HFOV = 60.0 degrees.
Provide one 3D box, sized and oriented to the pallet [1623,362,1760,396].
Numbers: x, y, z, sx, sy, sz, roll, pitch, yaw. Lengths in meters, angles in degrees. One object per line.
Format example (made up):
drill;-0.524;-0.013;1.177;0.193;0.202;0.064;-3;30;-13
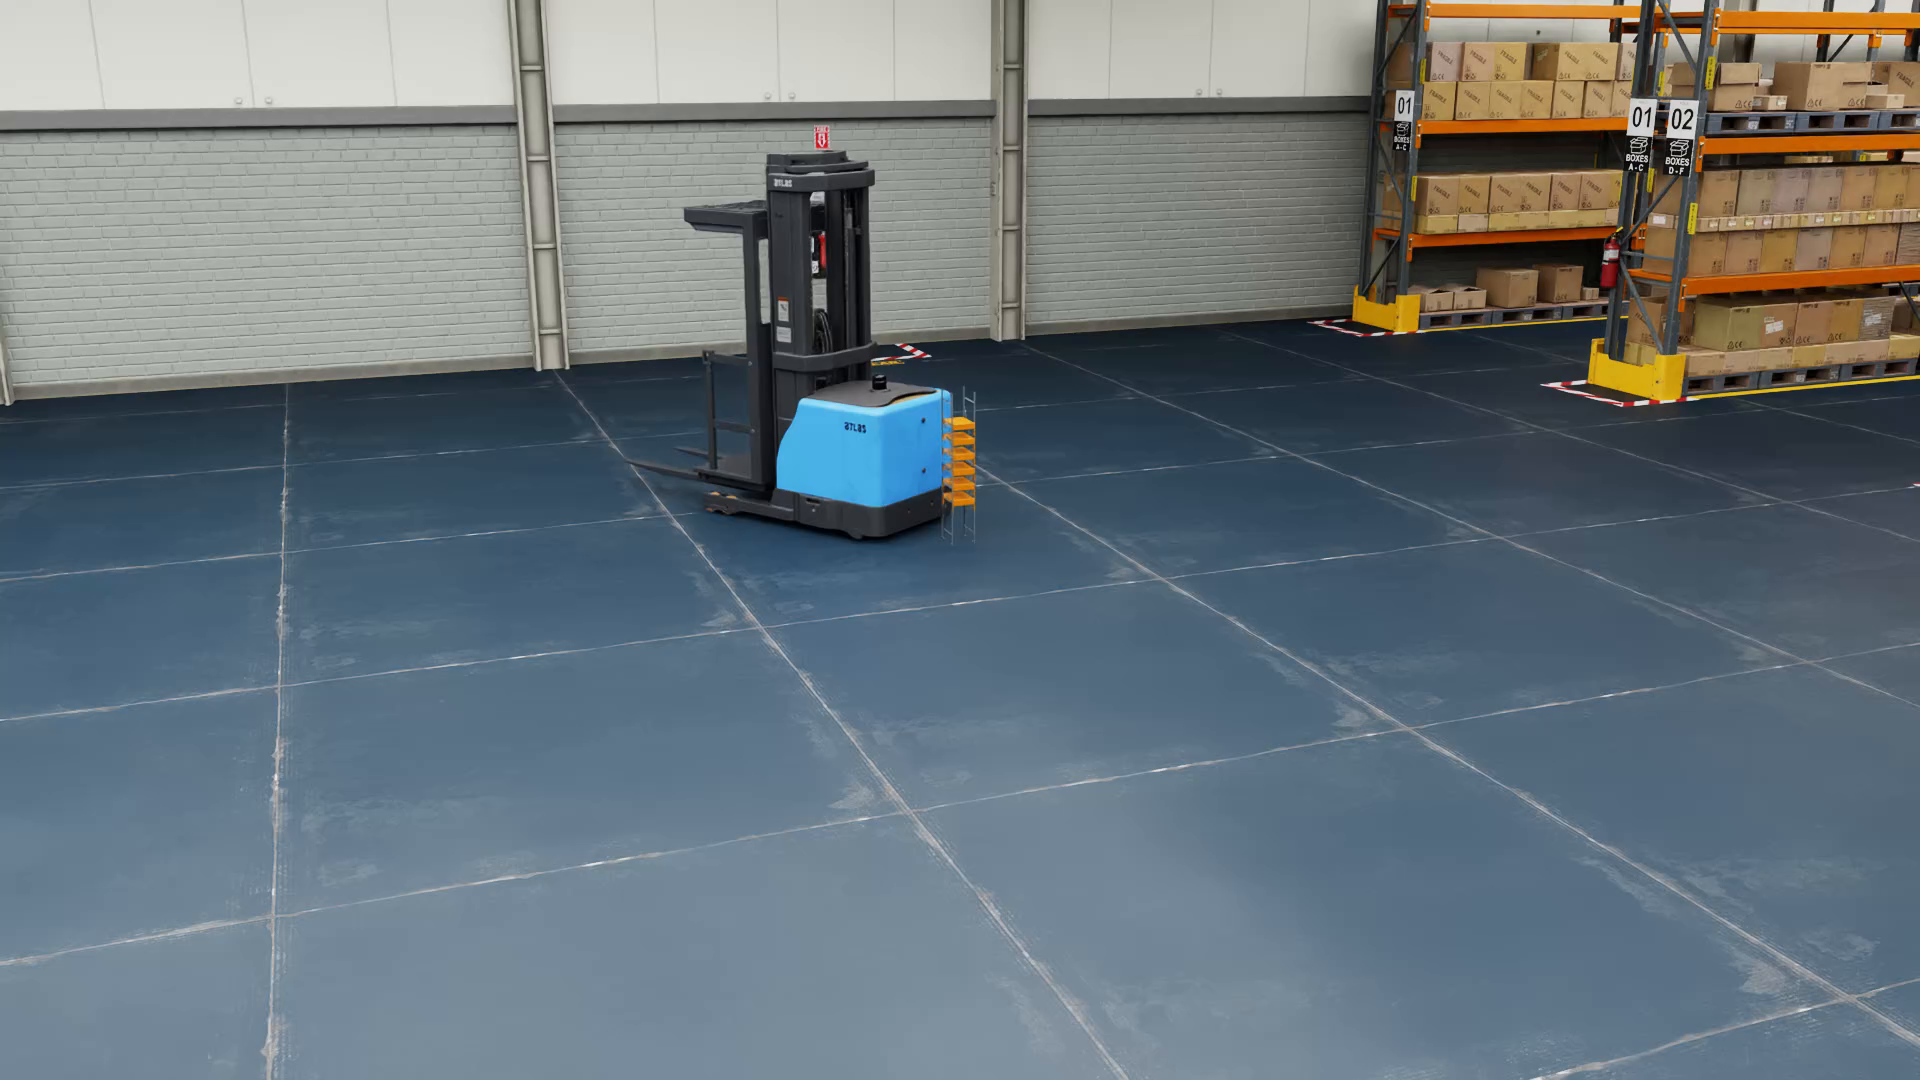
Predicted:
pallet;8.367;-1.893;19.171;1.213;0.211;1.003;-6;17;-20

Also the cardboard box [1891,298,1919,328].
cardboard box;11.679;-2.814;20.497;0.500;0.311;0.500;-6;17;-20

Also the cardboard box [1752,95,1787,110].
cardboard box;8.830;-4.803;18.258;0.250;0.149;0.380;-6;17;-20

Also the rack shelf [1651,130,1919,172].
rack shelf;9.536;-4.439;18.844;4.000;0.370;1.077;-6;17;-20

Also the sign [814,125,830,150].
sign;-1.731;-5.038;20.816;0.199;0.298;0.001;-6;17;-20

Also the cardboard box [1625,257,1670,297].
cardboard box;10.309;-3.940;24.846;0.500;0.500;0.700;-6;17;-18

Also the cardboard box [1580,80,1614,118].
cardboard box;8.768;-6.183;23.292;0.500;0.500;0.500;-8;18;-25

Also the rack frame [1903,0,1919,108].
rack frame;11.404;-6.425;19.006;0.127;3.000;1.000;-6;17;-20

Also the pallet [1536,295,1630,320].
pallet;9.013;-3.435;24.419;1.213;0.211;1.003;-6;17;-20

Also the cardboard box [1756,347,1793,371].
cardboard box;9.181;-2.123;19.137;0.500;0.250;0.500;-6;17;-20

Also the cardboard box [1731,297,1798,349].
cardboard box;9.177;-2.485;19.042;0.500;0.500;0.500;-6;17;-20

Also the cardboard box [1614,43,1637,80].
cardboard box;9.257;-6.704;23.293;0.500;0.500;0.500;-8;18;-25

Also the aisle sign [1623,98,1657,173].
aisle sign;7.502;-4.461;18.353;0.004;0.787;0.394;-6;17;-20

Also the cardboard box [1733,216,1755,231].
cardboard box;8.591;-3.537;18.492;0.250;0.149;0.380;-6;17;-20

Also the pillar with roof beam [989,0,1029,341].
pillar with roof beam;2.174;-5.885;17.168;0.400;9.000;9.100;-6;17;-20

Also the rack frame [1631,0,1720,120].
rack frame;7.668;-6.022;17.633;0.127;3.000;1.000;-6;17;-20

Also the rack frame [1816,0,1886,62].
rack frame;13.363;-8.131;24.817;0.127;3.000;1.000;-6;17;-20

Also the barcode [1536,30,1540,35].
barcode;8.176;-7.173;23.506;0.075;0.075;0.001;-6;17;-20

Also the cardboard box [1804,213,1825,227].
cardboard box;9.547;-3.640;18.842;0.250;0.149;0.380;-6;17;-20

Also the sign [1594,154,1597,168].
sign;9.426;-5.551;24.621;0.005;0.325;0.100;-6;17;-20

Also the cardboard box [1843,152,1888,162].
cardboard box;13.906;-5.794;25.432;0.500;0.250;0.500;-6;17;-19

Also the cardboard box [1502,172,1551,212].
cardboard box;7.873;-4.865;23.243;0.500;0.500;0.500;-6;17;-18

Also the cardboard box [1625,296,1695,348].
cardboard box;8.063;-2.518;19.152;0.500;0.500;0.500;-6;17;-20

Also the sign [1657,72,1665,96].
sign;9.829;-6.395;23.310;0.005;0.325;0.100;-6;17;-20

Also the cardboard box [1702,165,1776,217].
cardboard box;8.647;-3.917;18.634;0.500;0.500;0.700;-7;18;-22

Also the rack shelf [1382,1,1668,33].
rack shelf;7.760;-7.180;22.858;4.000;0.370;1.077;-6;17;-20

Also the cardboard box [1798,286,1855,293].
cardboard box;10.394;-2.772;20.017;0.500;0.500;0.500;-6;17;-20

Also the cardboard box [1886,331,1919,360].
cardboard box;11.049;-2.324;19.825;0.500;0.250;0.500;-6;17;-20

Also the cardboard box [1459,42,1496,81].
cardboard box;6.825;-6.435;22.376;0.500;0.500;0.500;-6;18;-21

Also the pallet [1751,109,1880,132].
pallet;9.479;-4.729;18.710;1.213;0.211;1.003;-6;17;-20

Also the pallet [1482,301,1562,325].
pallet;7.872;-3.310;23.997;1.213;0.211;1.003;-6;17;-20

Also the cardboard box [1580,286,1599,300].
cardboard box;9.139;-3.639;24.415;0.250;0.166;0.380;-9;18;-27

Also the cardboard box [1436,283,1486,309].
cardboard box;7.103;-3.471;23.585;0.500;0.311;0.500;-5;17;-15

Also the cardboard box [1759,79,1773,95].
cardboard box;9.169;-5.050;18.812;0.500;0.311;0.500;-4;17;-14

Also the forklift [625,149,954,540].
forklift;-1.542;-1.718;13.745;3.031;2.935;1.130;12;20;34

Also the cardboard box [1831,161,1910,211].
cardboard box;10.520;-4.119;19.322;0.500;0.500;0.700;-6;17;-20

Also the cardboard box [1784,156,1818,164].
cardboard box;12.756;-5.744;25.225;0.250;0.149;0.380;-9;19;-29

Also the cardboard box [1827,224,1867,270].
cardboard box;10.031;-3.444;19.324;0.500;0.500;0.700;-6;17;-19

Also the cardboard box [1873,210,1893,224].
cardboard box;10.506;-3.744;19.194;0.250;0.149;0.380;-6;17;-20

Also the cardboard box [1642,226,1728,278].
cardboard box;8.109;-3.235;18.613;0.500;0.500;0.700;-6;17;-20

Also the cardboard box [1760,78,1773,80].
cardboard box;12.119;-6.645;24.860;0.637;0.503;0.797;-4;17;-12

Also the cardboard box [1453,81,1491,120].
cardboard box;6.808;-5.956;22.519;0.500;0.500;0.500;-5;17;-16

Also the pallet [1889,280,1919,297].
pallet;15.263;-4.096;26.673;1.213;0.211;1.003;-6;17;-20

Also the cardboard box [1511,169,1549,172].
cardboard box;8.162;-5.055;23.887;0.500;0.500;0.500;-6;17;-19

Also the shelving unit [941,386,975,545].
shelving unit;-0.014;-0.574;12.924;0.189;1.200;0.258;-6;17;-20

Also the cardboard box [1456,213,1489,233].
cardboard box;6.941;-4.406;23.008;0.500;0.250;0.500;-7;18;-22

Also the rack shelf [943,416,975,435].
rack shelf;-0.014;-0.877;12.835;0.180;0.103;0.258;-6;17;-20

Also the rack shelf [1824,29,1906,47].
rack shelf;15.230;-7.796;25.661;4.000;0.370;1.077;-6;17;-20

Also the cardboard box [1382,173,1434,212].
cardboard box;6.256;-4.847;23.180;0.500;0.500;0.500;-6;18;-21

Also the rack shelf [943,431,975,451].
rack shelf;-0.014;-0.762;12.869;0.180;0.103;0.258;-6;17;-20

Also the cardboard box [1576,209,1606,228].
cardboard box;8.825;-4.612;23.709;0.500;0.250;0.500;-6;17;-20
